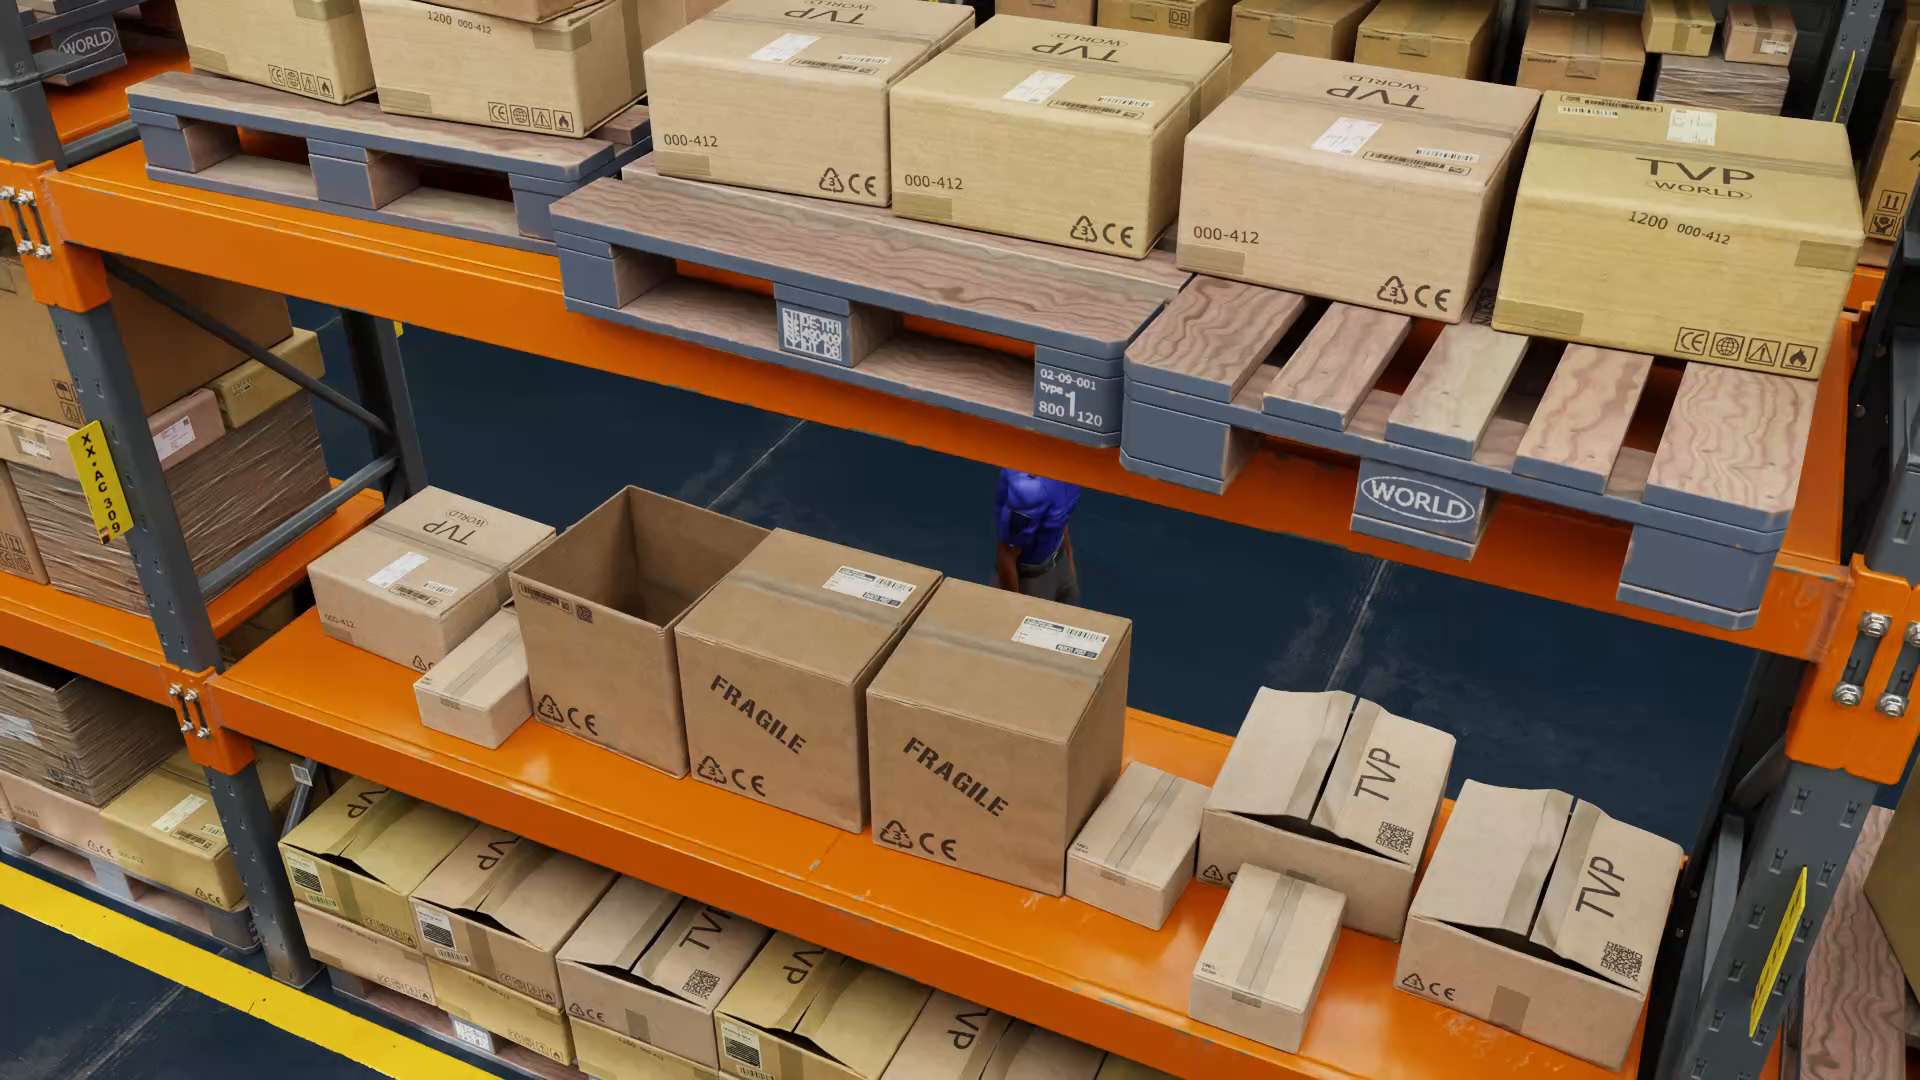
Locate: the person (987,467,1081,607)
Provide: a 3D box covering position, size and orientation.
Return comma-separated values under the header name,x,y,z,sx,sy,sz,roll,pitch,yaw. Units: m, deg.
name,x,y,z,sx,sy,sz,roll,pitch,yaw
person,0.307,0.179,5.881,0.398,1.654,0.503,15,37,21
